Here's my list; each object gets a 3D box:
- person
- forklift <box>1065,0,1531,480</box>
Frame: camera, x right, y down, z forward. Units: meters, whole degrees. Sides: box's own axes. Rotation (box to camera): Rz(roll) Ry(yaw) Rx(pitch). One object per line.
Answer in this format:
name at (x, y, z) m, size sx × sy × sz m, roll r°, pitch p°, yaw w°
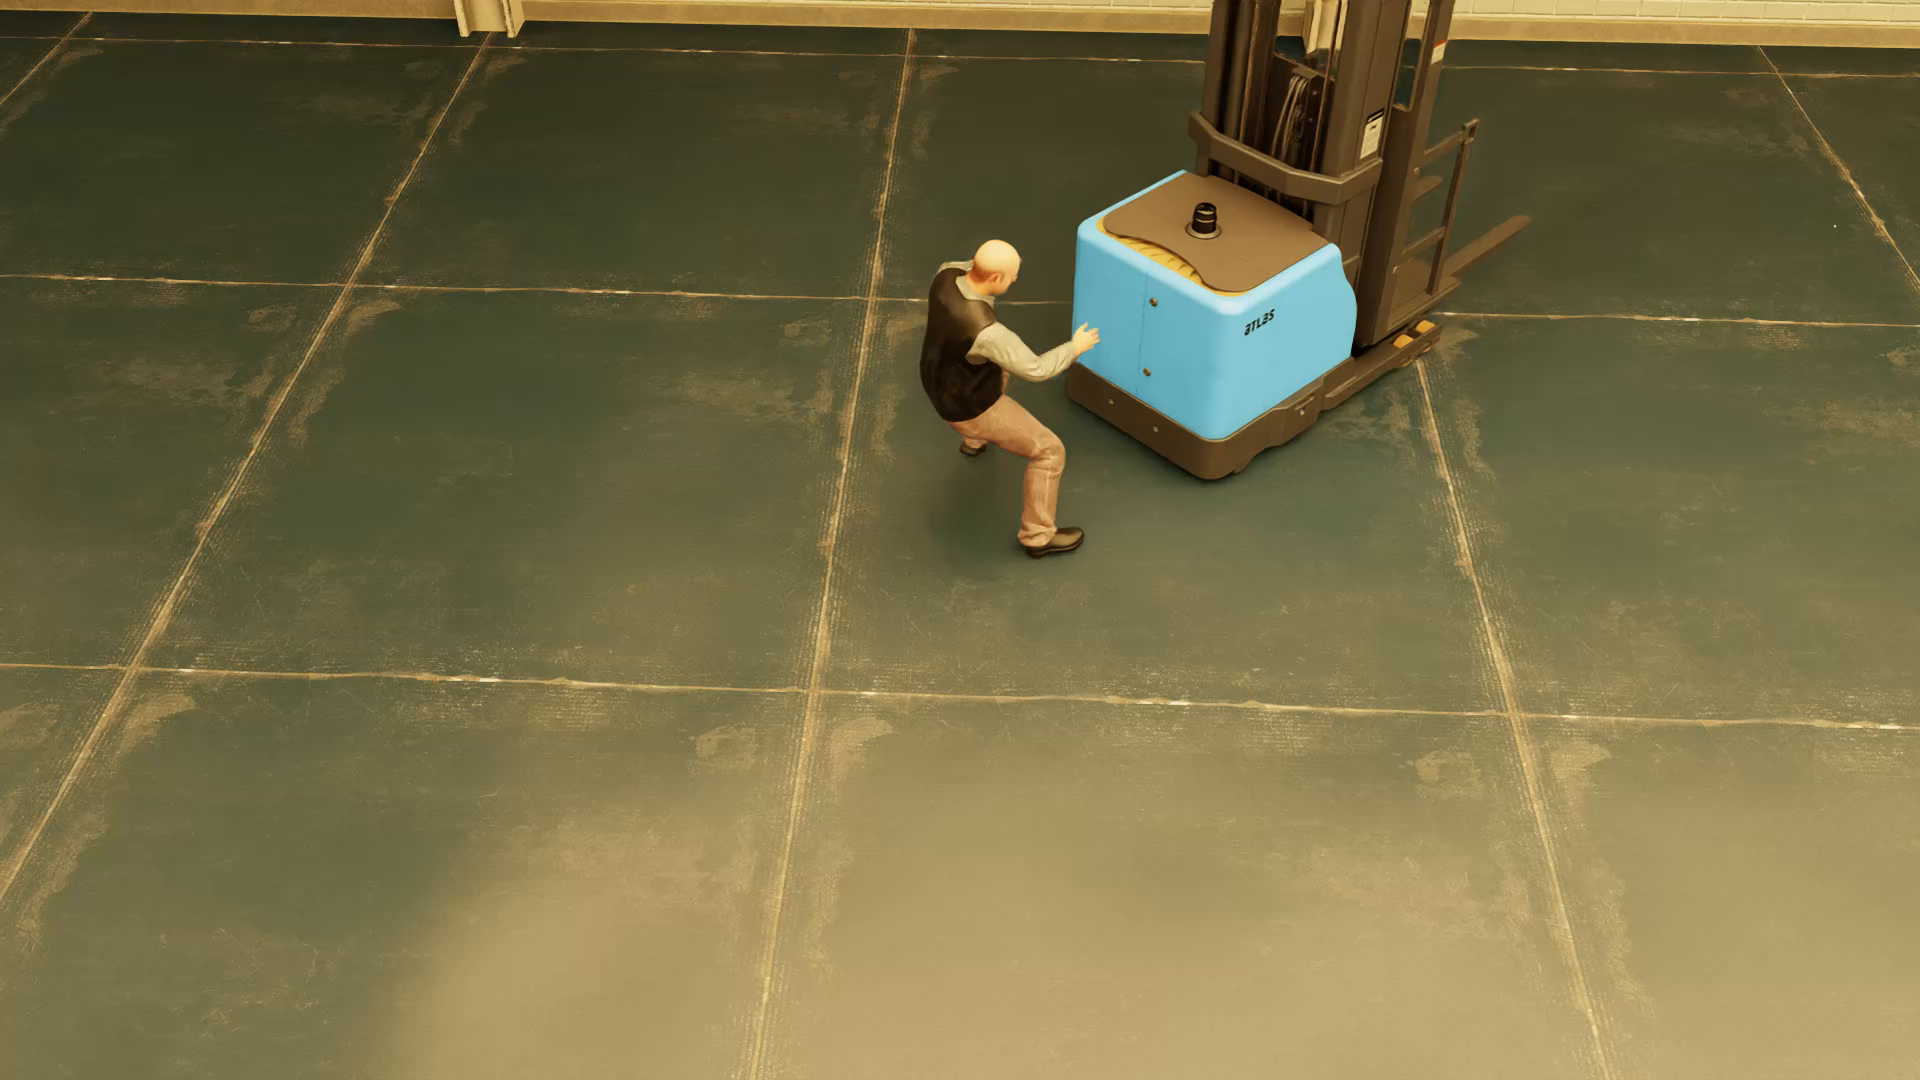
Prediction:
person at (0.210, -0.769, 7.647) m, size 0.771 × 1.503 × 0.988 m, roll -15°, pitch 44°, yaw -16°
forklift at (1.972, -2.248, 8.205) m, size 3.031 × 2.935 × 1.130 m, roll -32°, pitch 51°, yaw -30°
